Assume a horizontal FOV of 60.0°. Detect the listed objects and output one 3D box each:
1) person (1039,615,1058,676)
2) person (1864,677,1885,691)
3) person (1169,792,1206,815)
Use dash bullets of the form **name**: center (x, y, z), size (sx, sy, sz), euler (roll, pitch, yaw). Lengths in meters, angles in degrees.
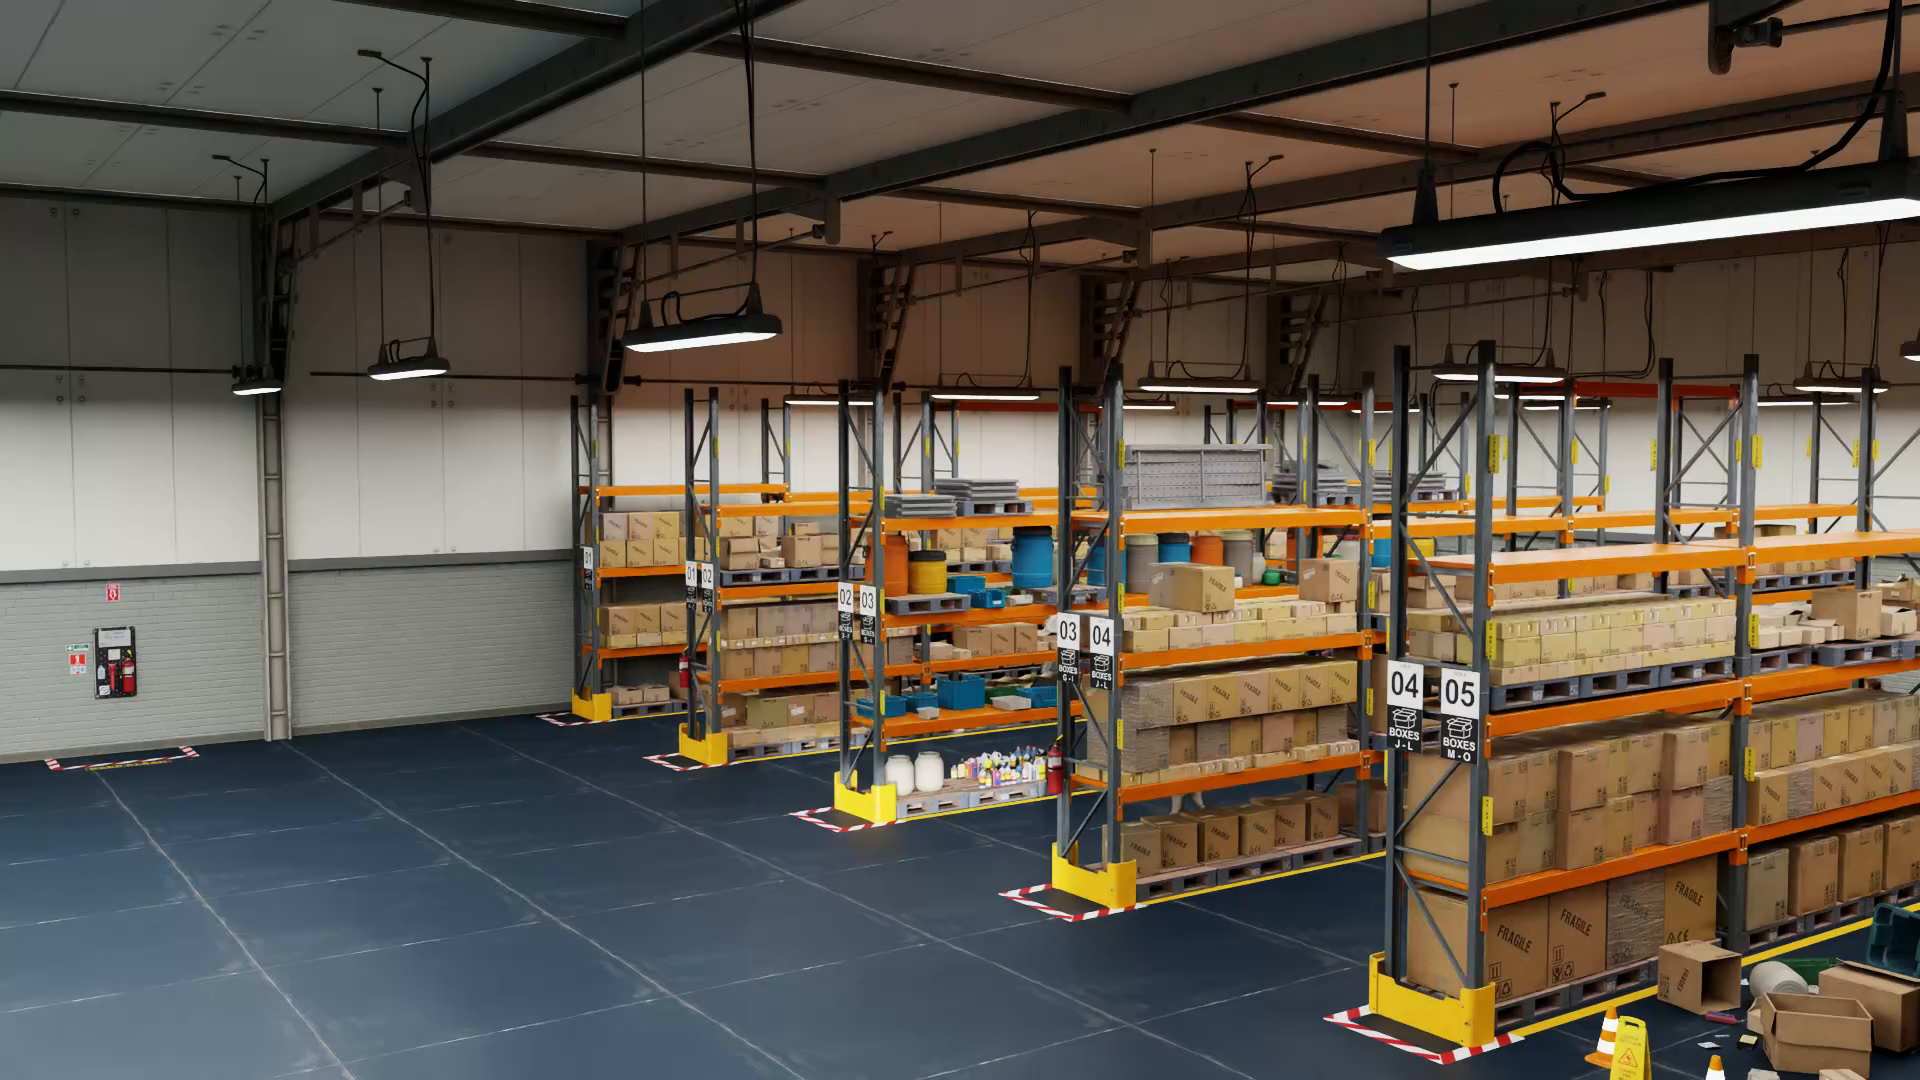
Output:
- **person**: center (1.834, 2.109, 34.572), size (1.076, 1.704, 0.690), euler (-3, 5, -42)
- **person**: center (13.348, 2.851, 24.398), size (0.457, 1.683, 0.380), euler (-1, 4, -17)
- **person**: center (3.044, 2.945, 22.554), size (0.477, 1.732, 0.630), euler (3, 5, 40)
